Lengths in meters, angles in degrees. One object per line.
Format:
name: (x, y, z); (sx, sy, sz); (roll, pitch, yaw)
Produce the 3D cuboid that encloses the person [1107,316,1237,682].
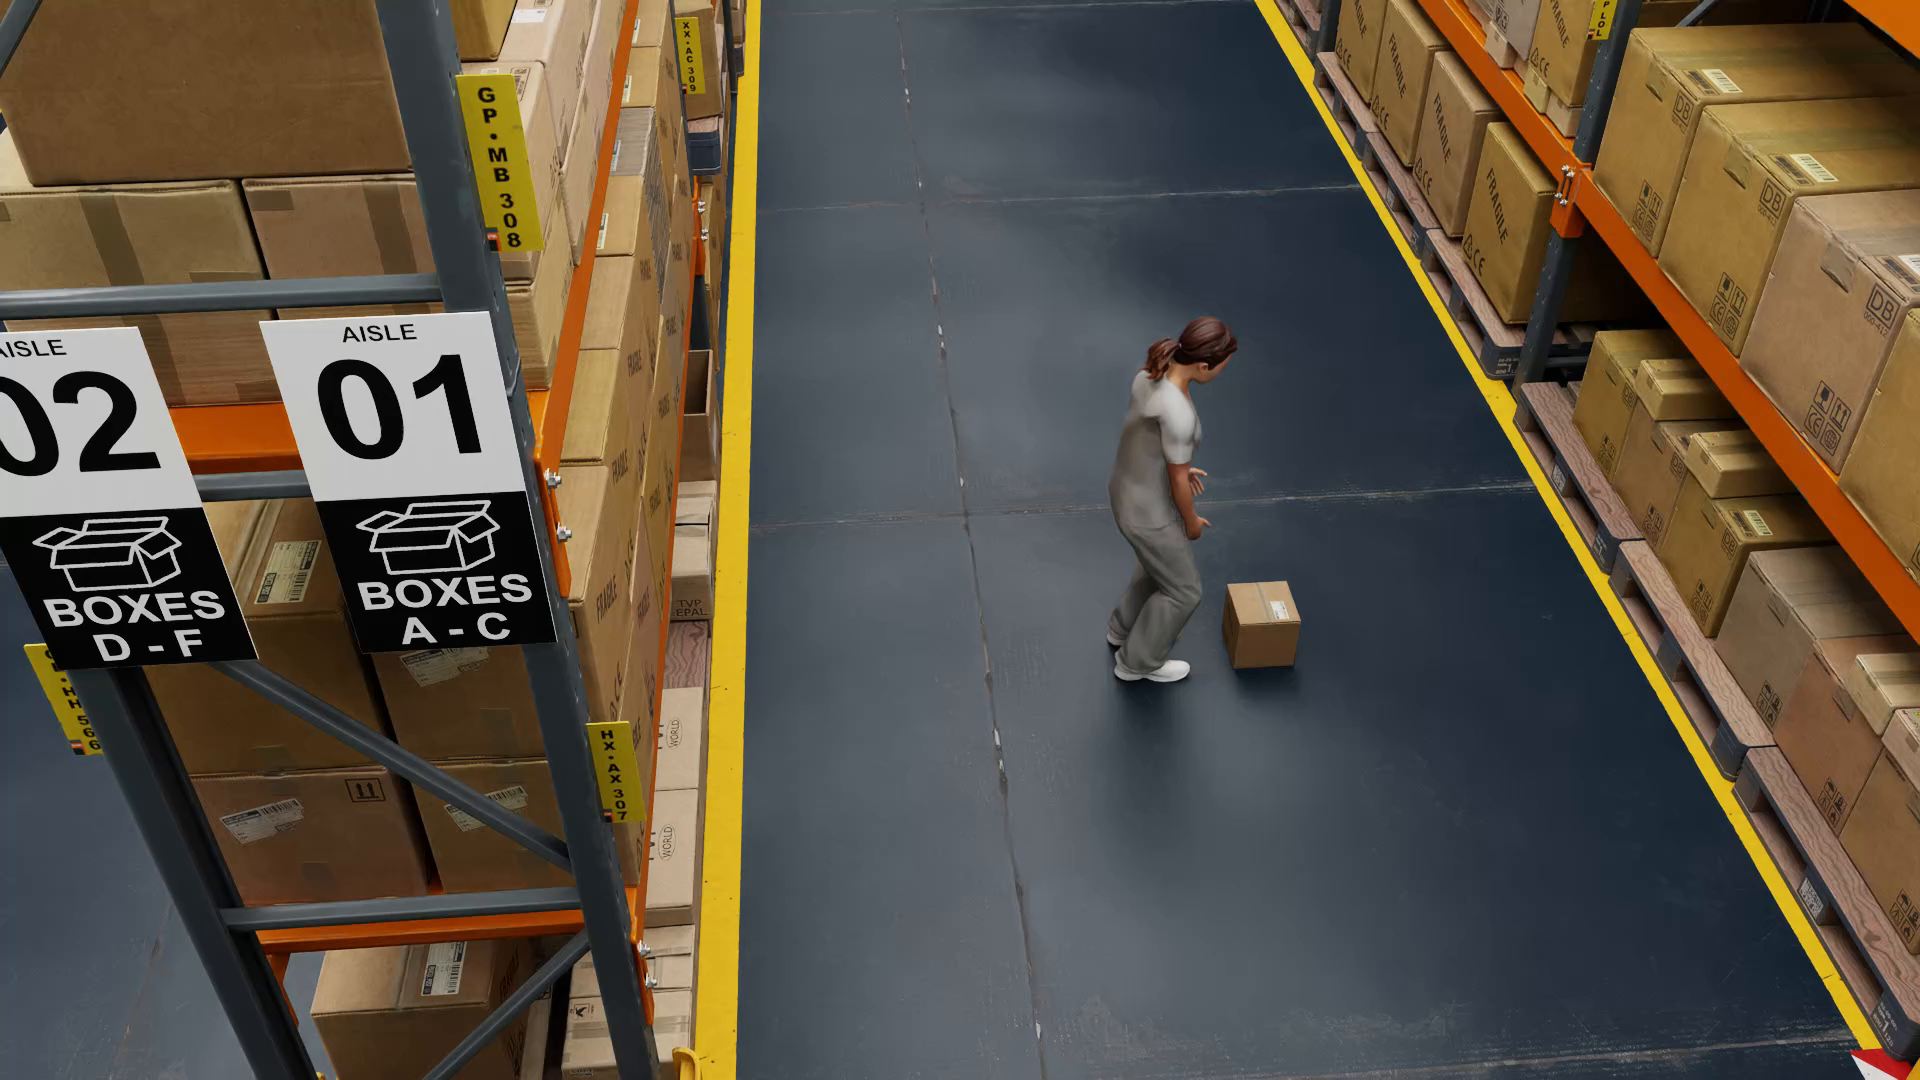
person: (0.784, -0.158, 6.414); (0.426, 1.603, 0.468); (-2, 39, -3)
